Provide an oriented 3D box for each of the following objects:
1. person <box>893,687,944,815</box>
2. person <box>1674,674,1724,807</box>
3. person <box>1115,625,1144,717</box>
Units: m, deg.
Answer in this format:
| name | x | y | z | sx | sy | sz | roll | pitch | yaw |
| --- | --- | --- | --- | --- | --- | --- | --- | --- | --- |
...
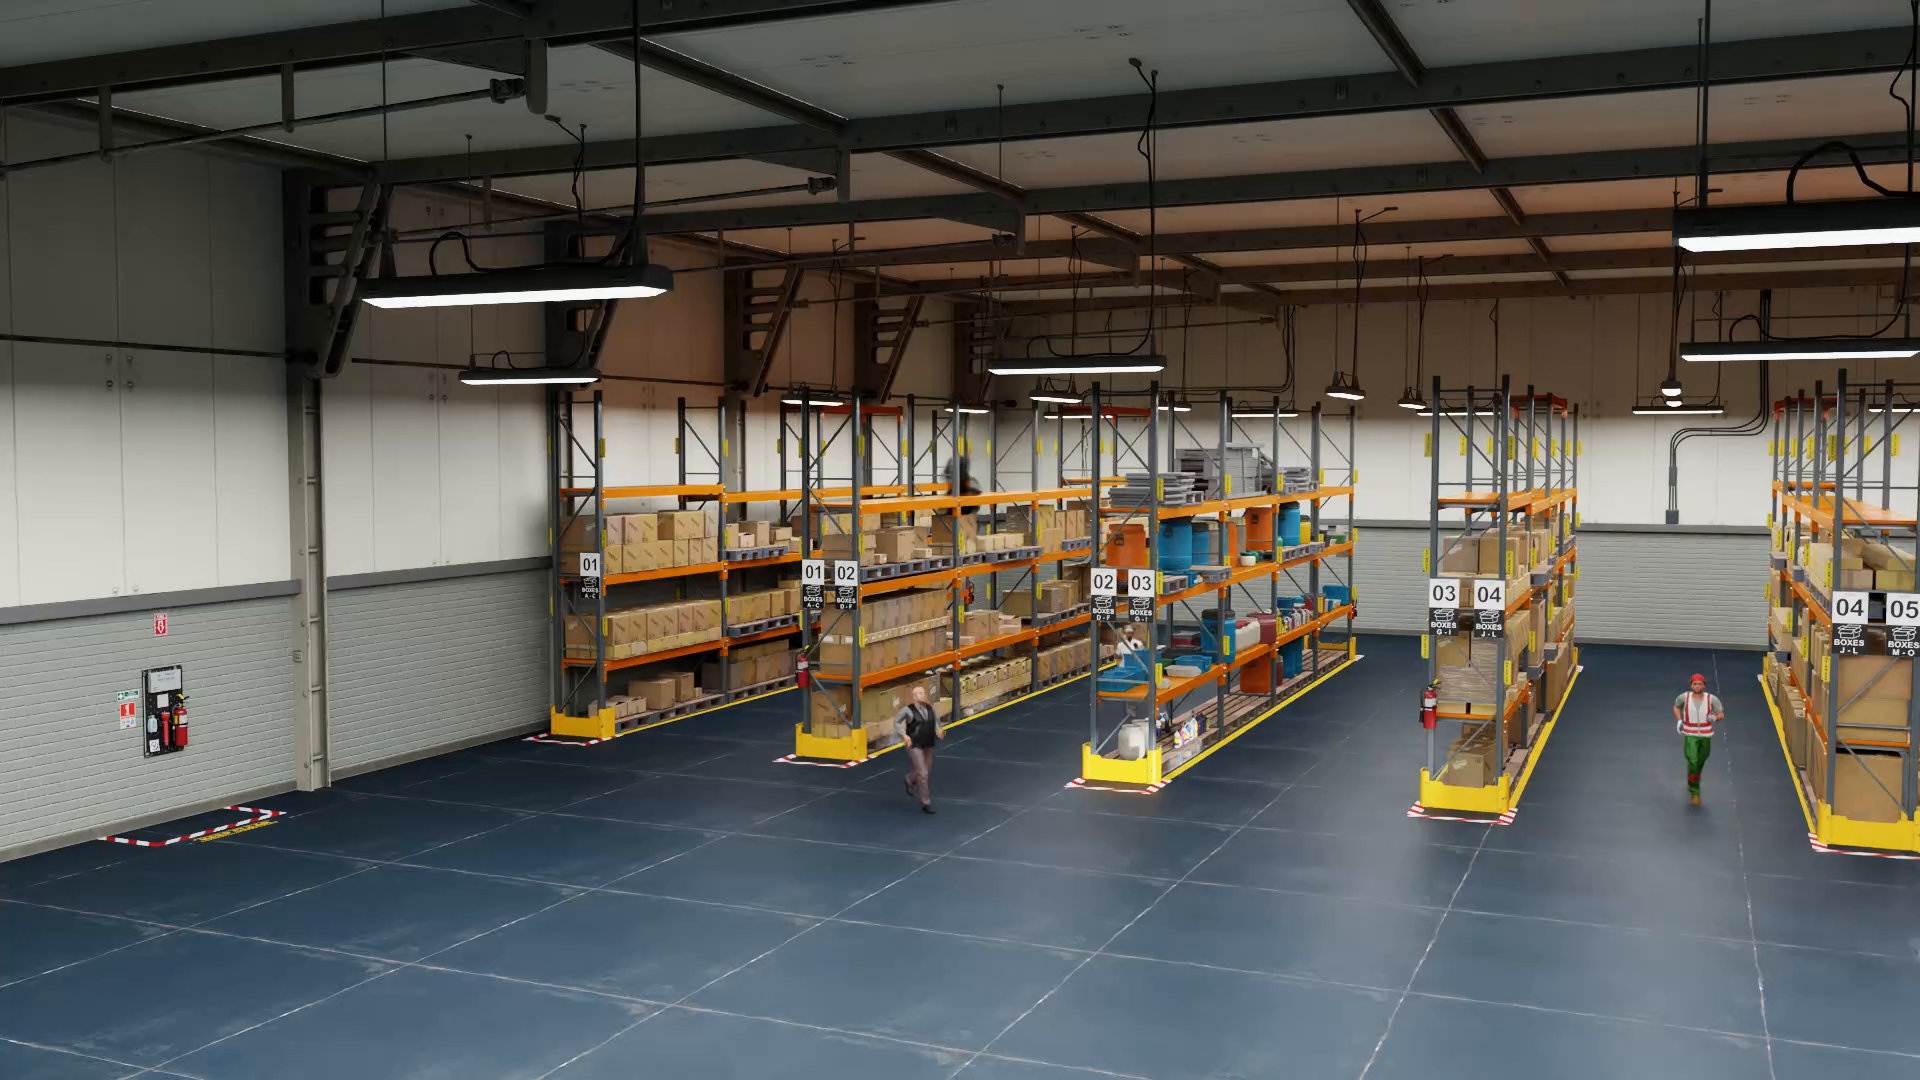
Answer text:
| name | x | y | z | sx | sy | sz | roll | pitch | yaw |
| --- | --- | --- | --- | --- | --- | --- | --- | --- | --- |
| person | -0.575 | 2.886 | 23.046 | 0.662 | 1.721 | 0.875 | -2 | 4 | -36 |
| person | 10.486 | 2.799 | 23.590 | 0.628 | 1.819 | 0.908 | 1 | 3 | 15 |
| person | 3.165 | 2.450 | 31.060 | 0.555 | 1.727 | 0.660 | 1 | 3 | 18 |
